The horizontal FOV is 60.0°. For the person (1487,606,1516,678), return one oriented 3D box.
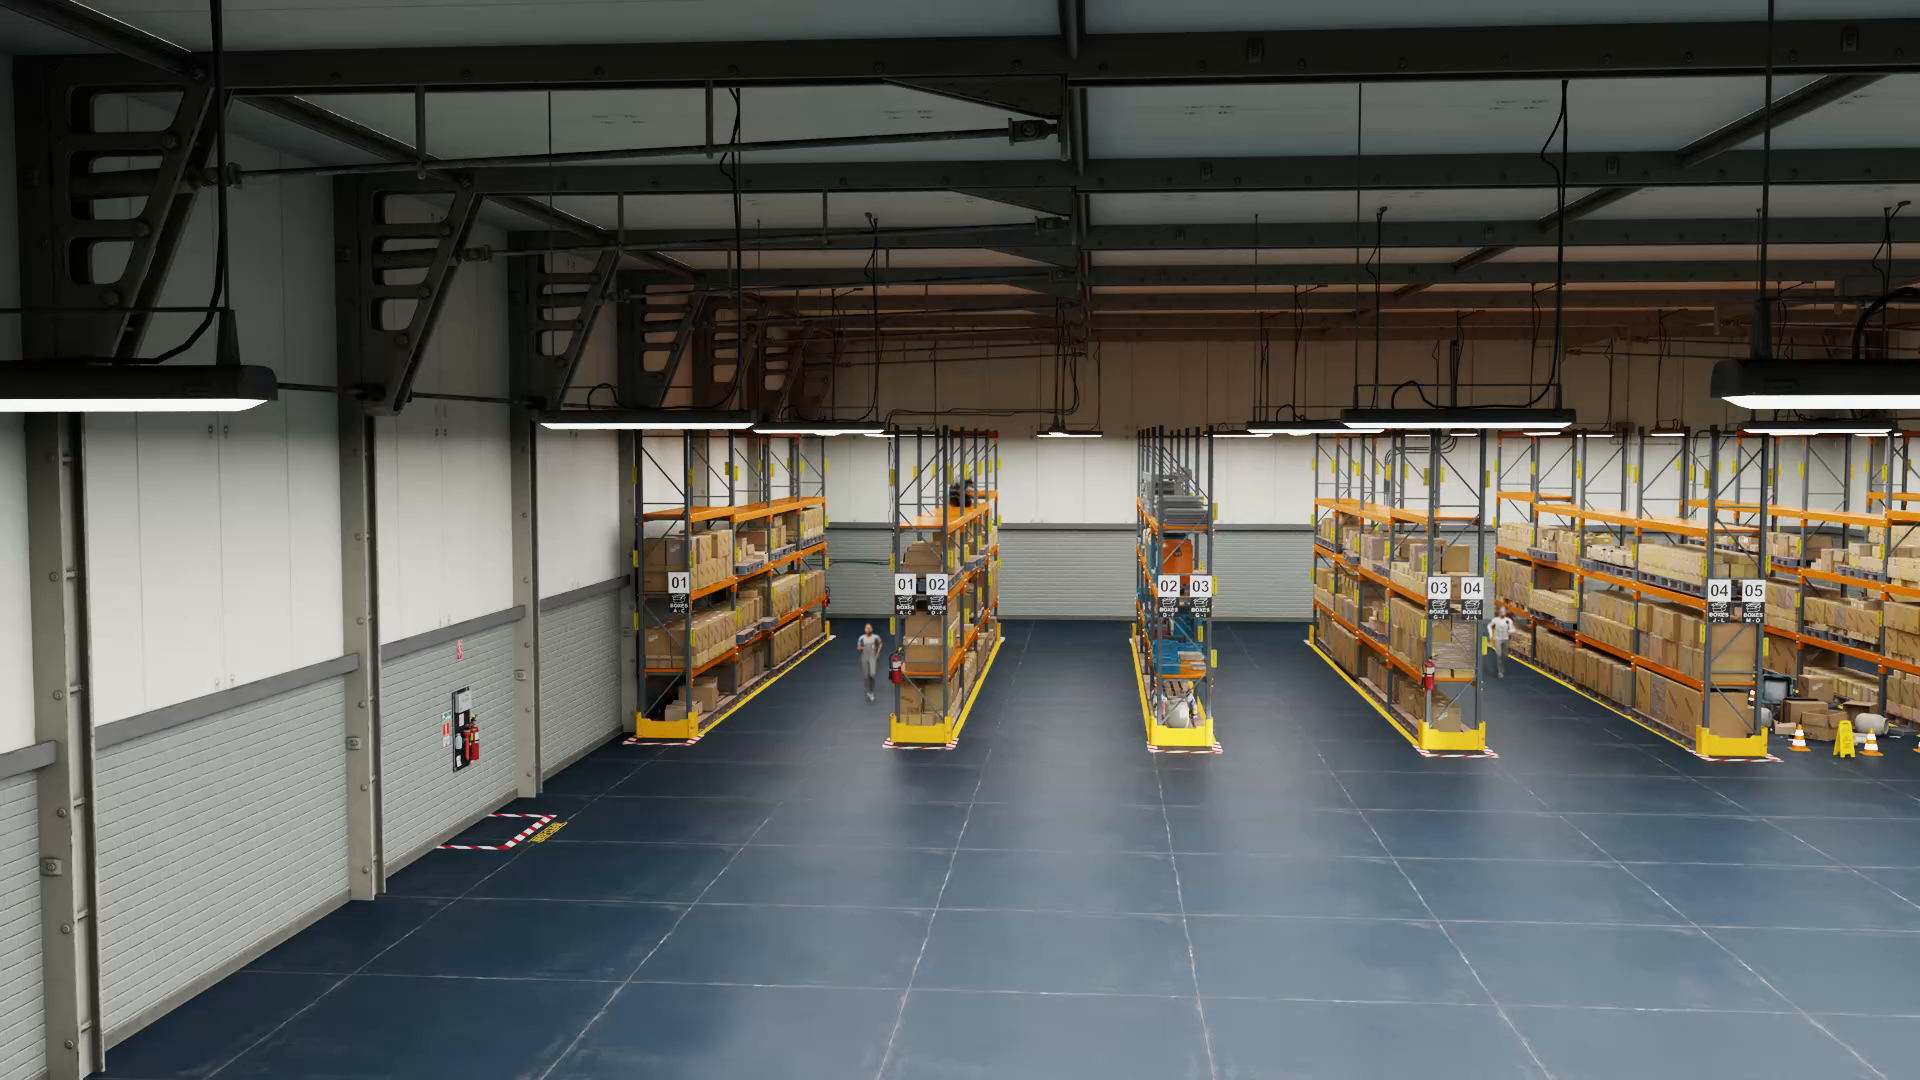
[{"bbox_3d":[13.103,2.432,40.211,0.614,1.687,0.920,0,3,8],"label":"person"}]

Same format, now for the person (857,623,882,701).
[{"bbox_3d":[-2.003,2.682,36.729,0.544,1.705,0.691,0,3,1],"label":"person"}]

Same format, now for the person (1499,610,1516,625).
[{"bbox_3d":[15.590,2.022,47.556,0.939,1.613,0.620,3,4,40],"label":"person"}]
